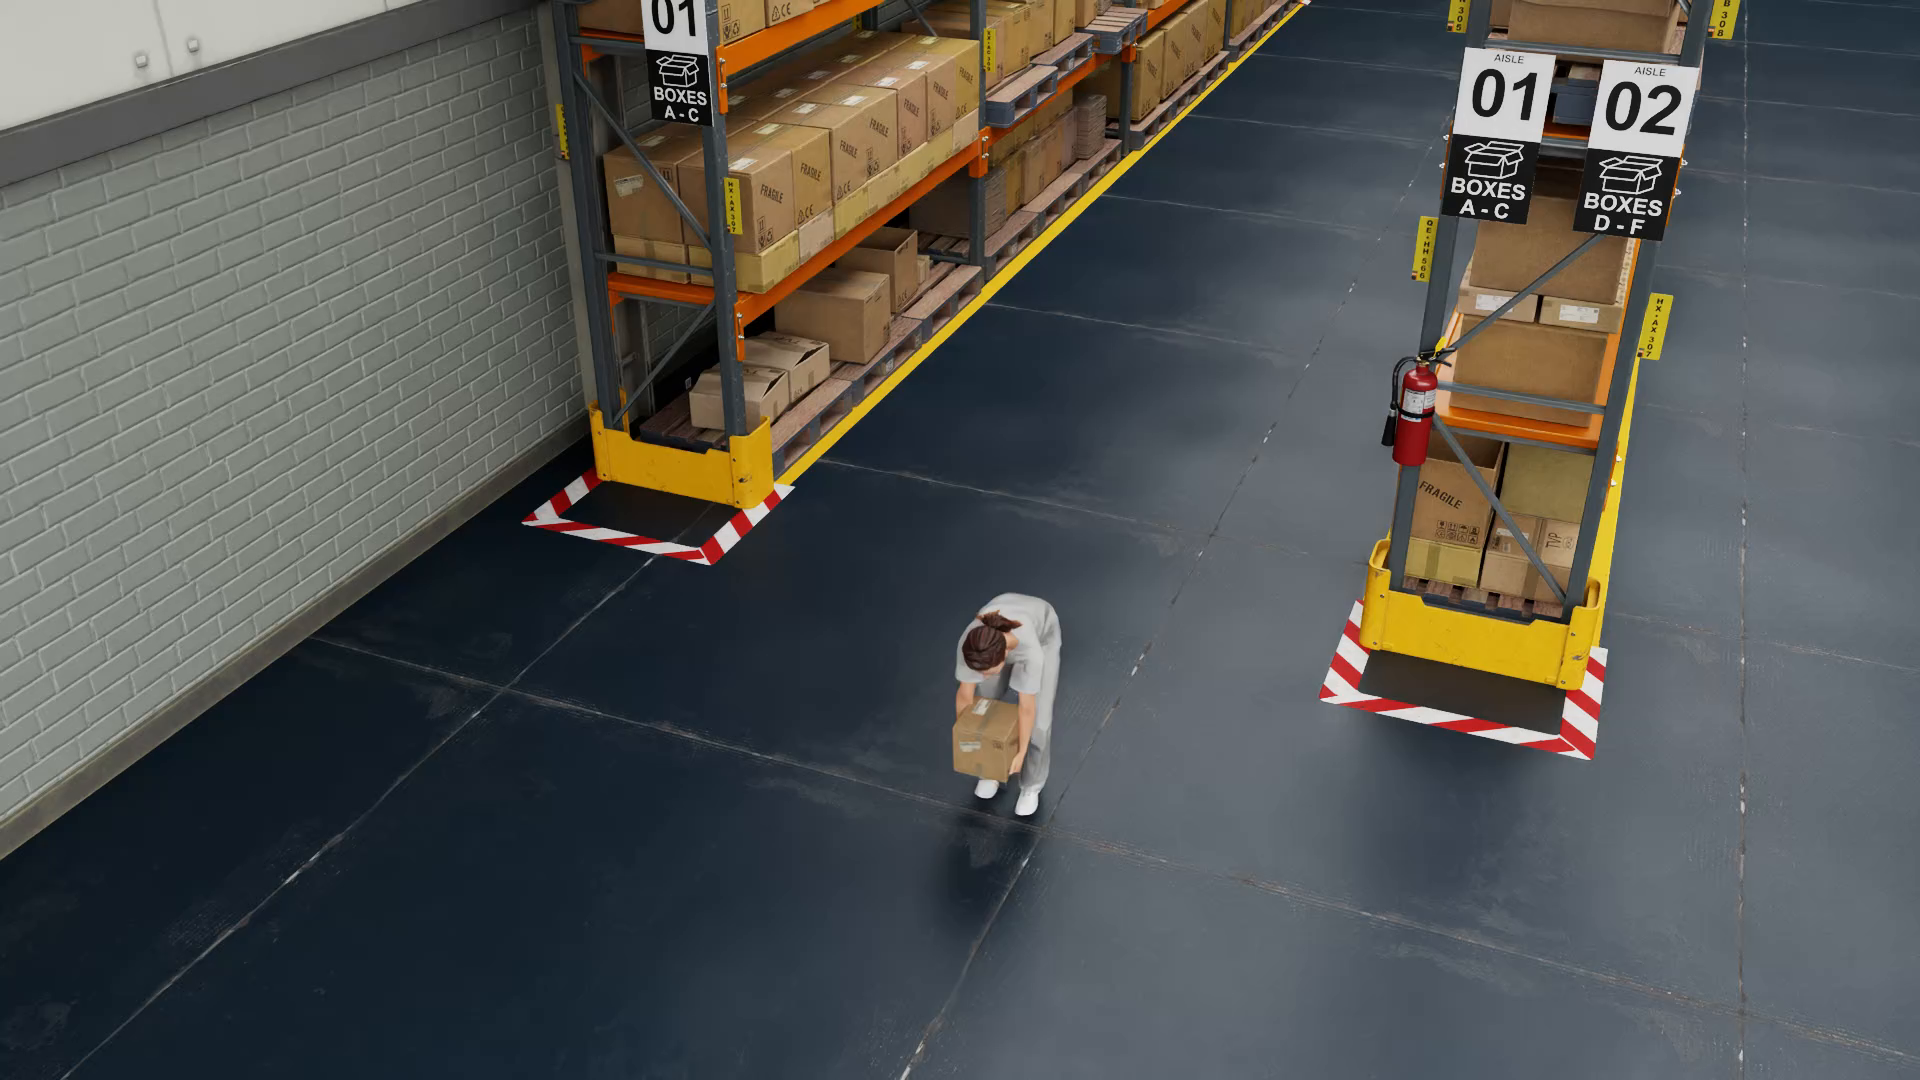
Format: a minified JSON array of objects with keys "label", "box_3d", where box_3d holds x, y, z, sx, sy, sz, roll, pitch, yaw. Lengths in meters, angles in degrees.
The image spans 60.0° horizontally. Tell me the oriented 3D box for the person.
[{"label":"person","box_3d":[0.196,0.753,7.539,0.429,1.217,0.836,10,31,17]}]
